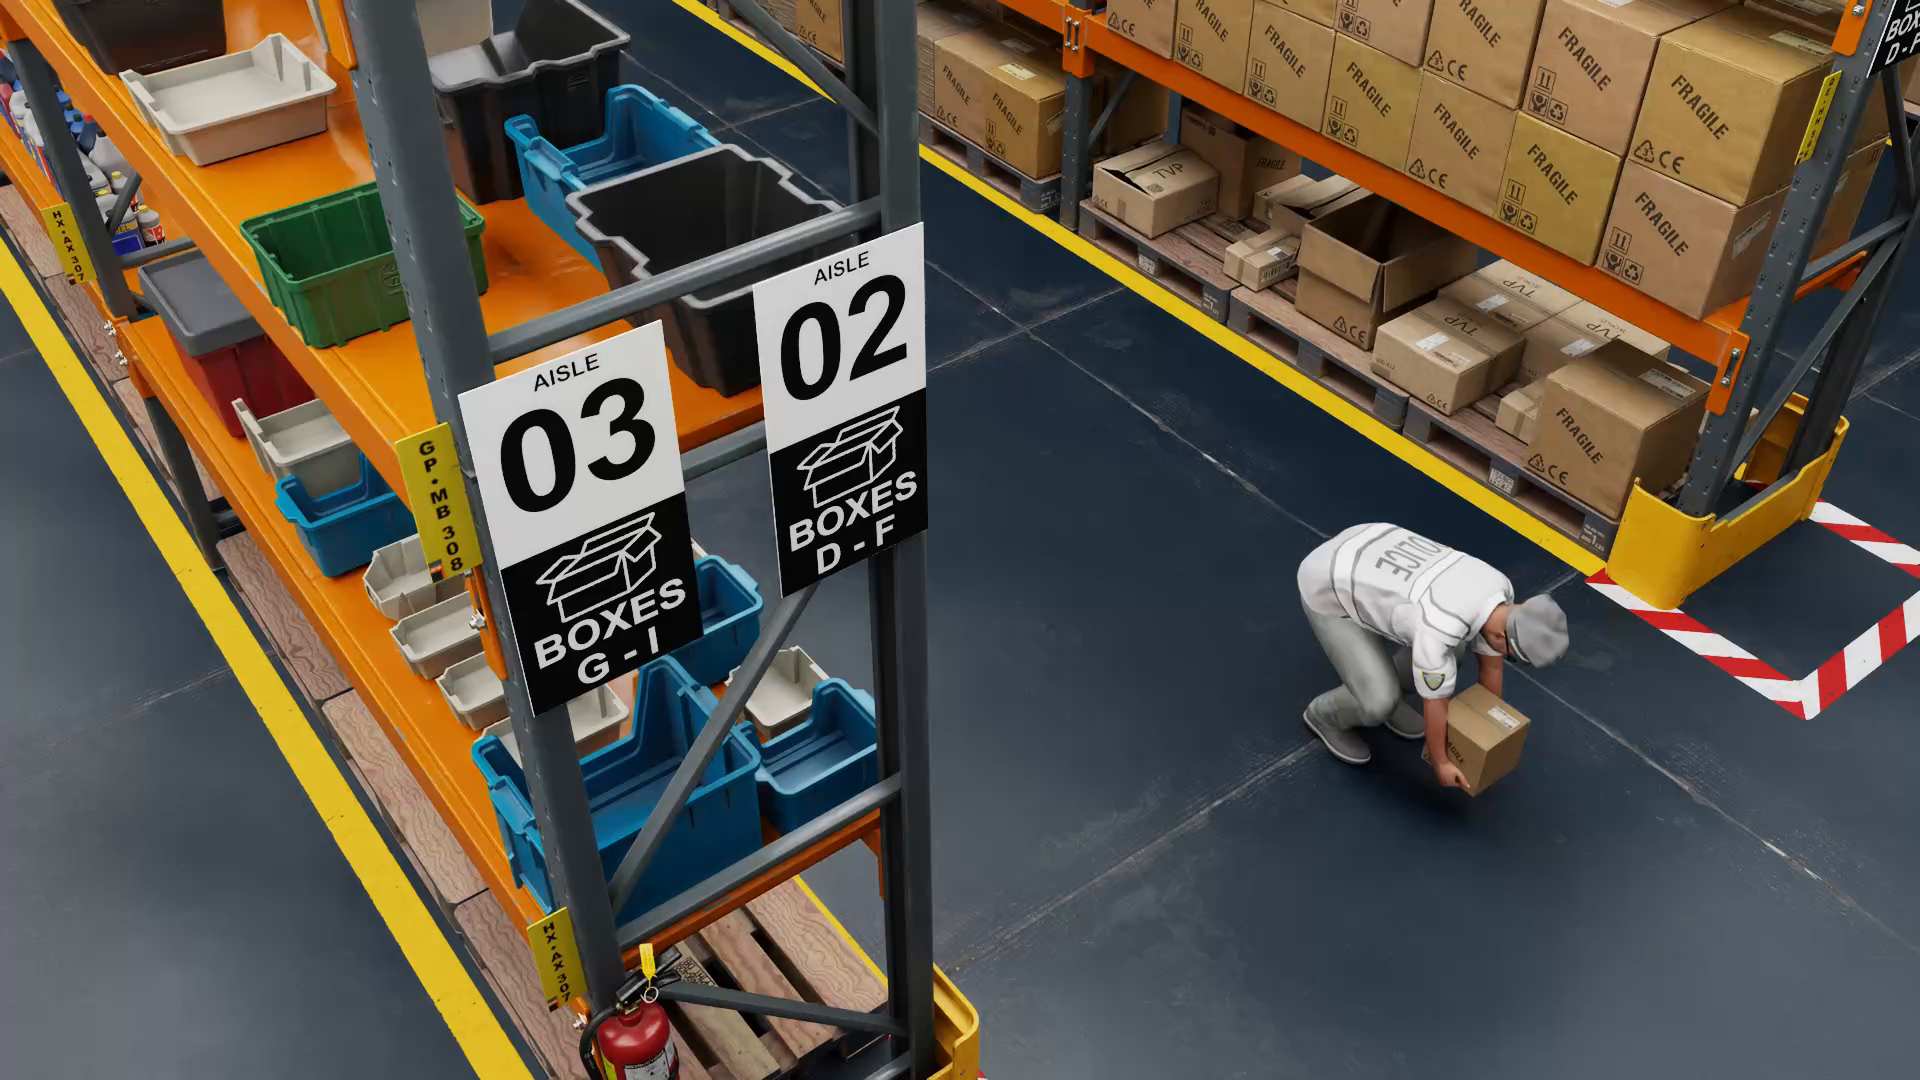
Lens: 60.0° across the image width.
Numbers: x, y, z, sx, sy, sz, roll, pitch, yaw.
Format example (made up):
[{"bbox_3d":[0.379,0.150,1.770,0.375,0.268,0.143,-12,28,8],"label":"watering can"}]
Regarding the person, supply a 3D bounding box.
[{"bbox_3d":[1.705,0.435,6.205,0.529,1.021,1.014,-28,48,-29],"label":"person"}]
